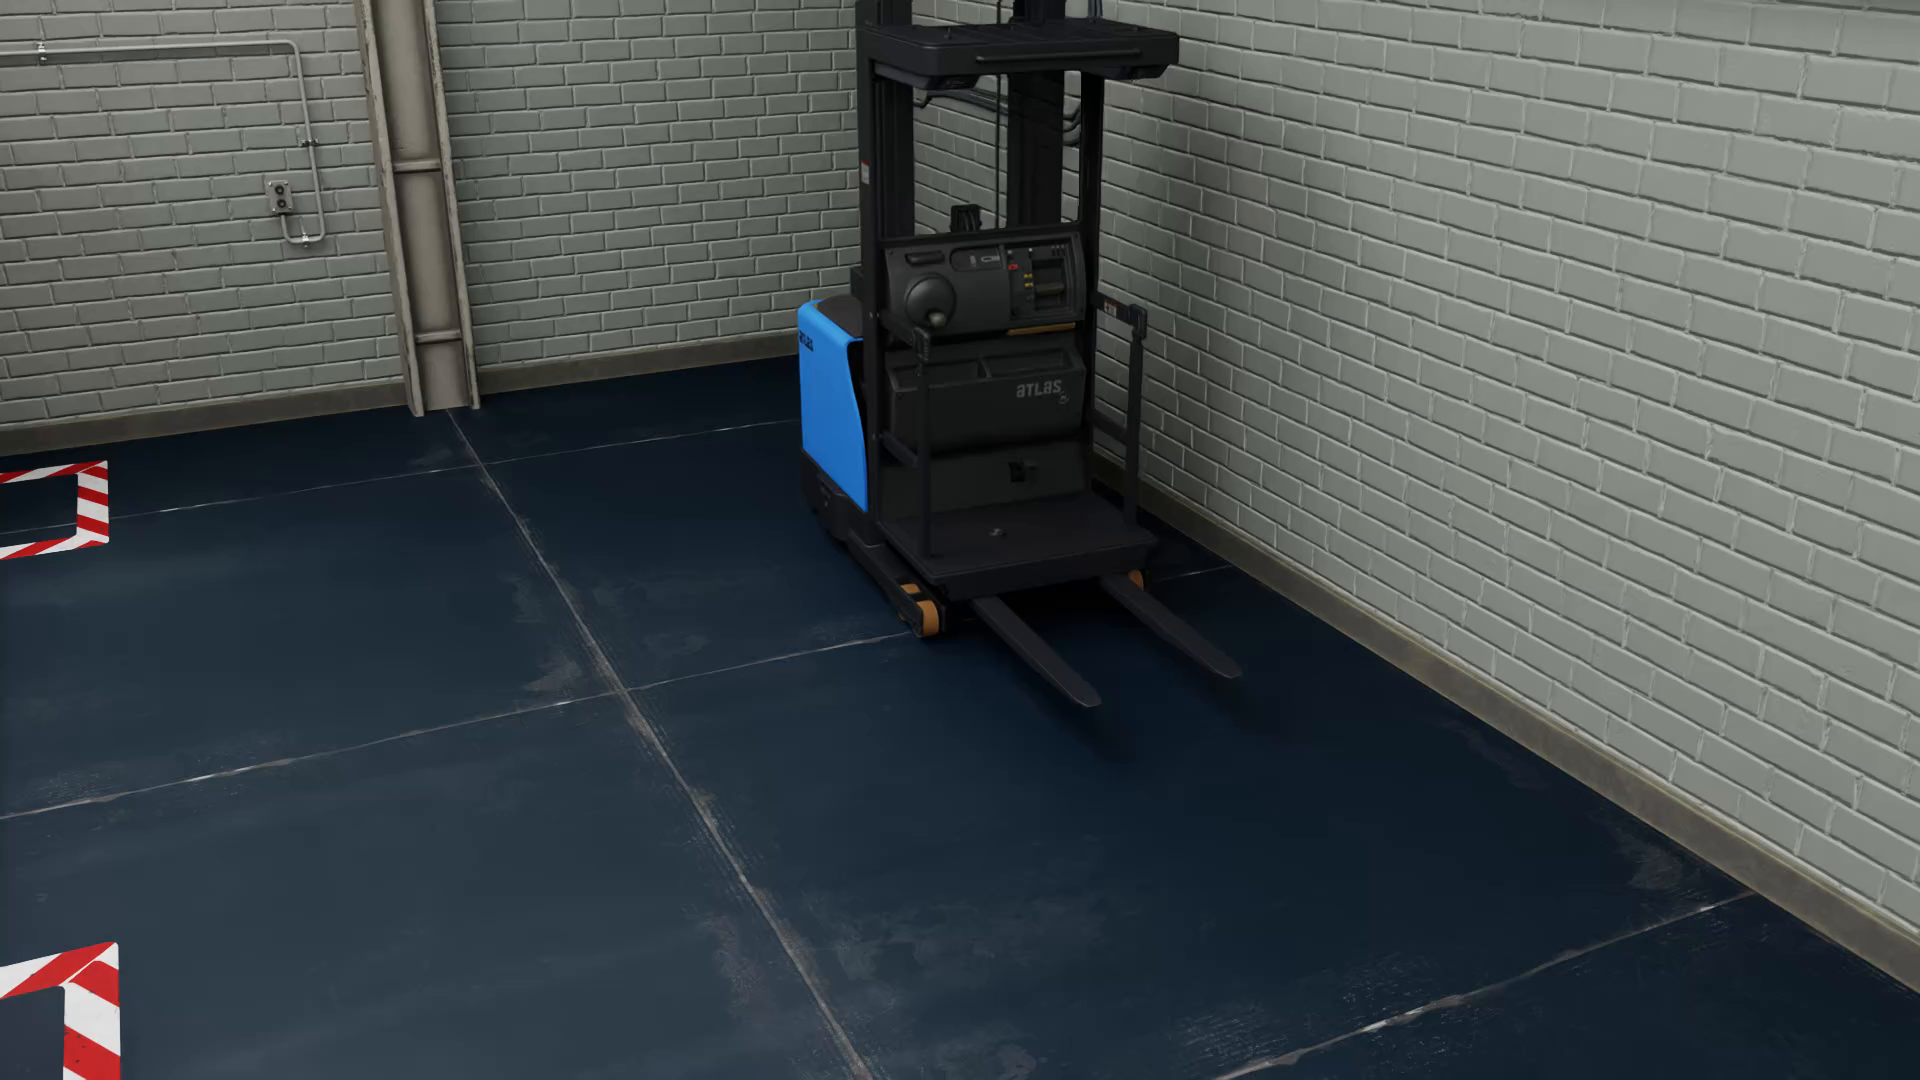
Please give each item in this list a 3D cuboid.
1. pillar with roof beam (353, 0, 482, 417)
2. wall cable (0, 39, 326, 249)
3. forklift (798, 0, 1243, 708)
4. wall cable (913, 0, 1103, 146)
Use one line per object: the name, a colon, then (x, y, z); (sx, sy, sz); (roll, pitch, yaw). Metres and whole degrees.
pillar with roof beam: (-1.315, -3.504, 4.948); (0.400, 9.000, 9.100); (-10, 25, -24)
wall cable: (-4.496, -2.477, 8.984); (1.851, 1.984, 0.084); (-10, 25, -24)
forklift: (0.203, -1.112, 7.104); (1.130, 2.935, 3.031); (-9, 24, -21)
wall cable: (0.012, -3.622, 9.293); (0.112, 2.526, 3.097); (-10, 25, -24)
